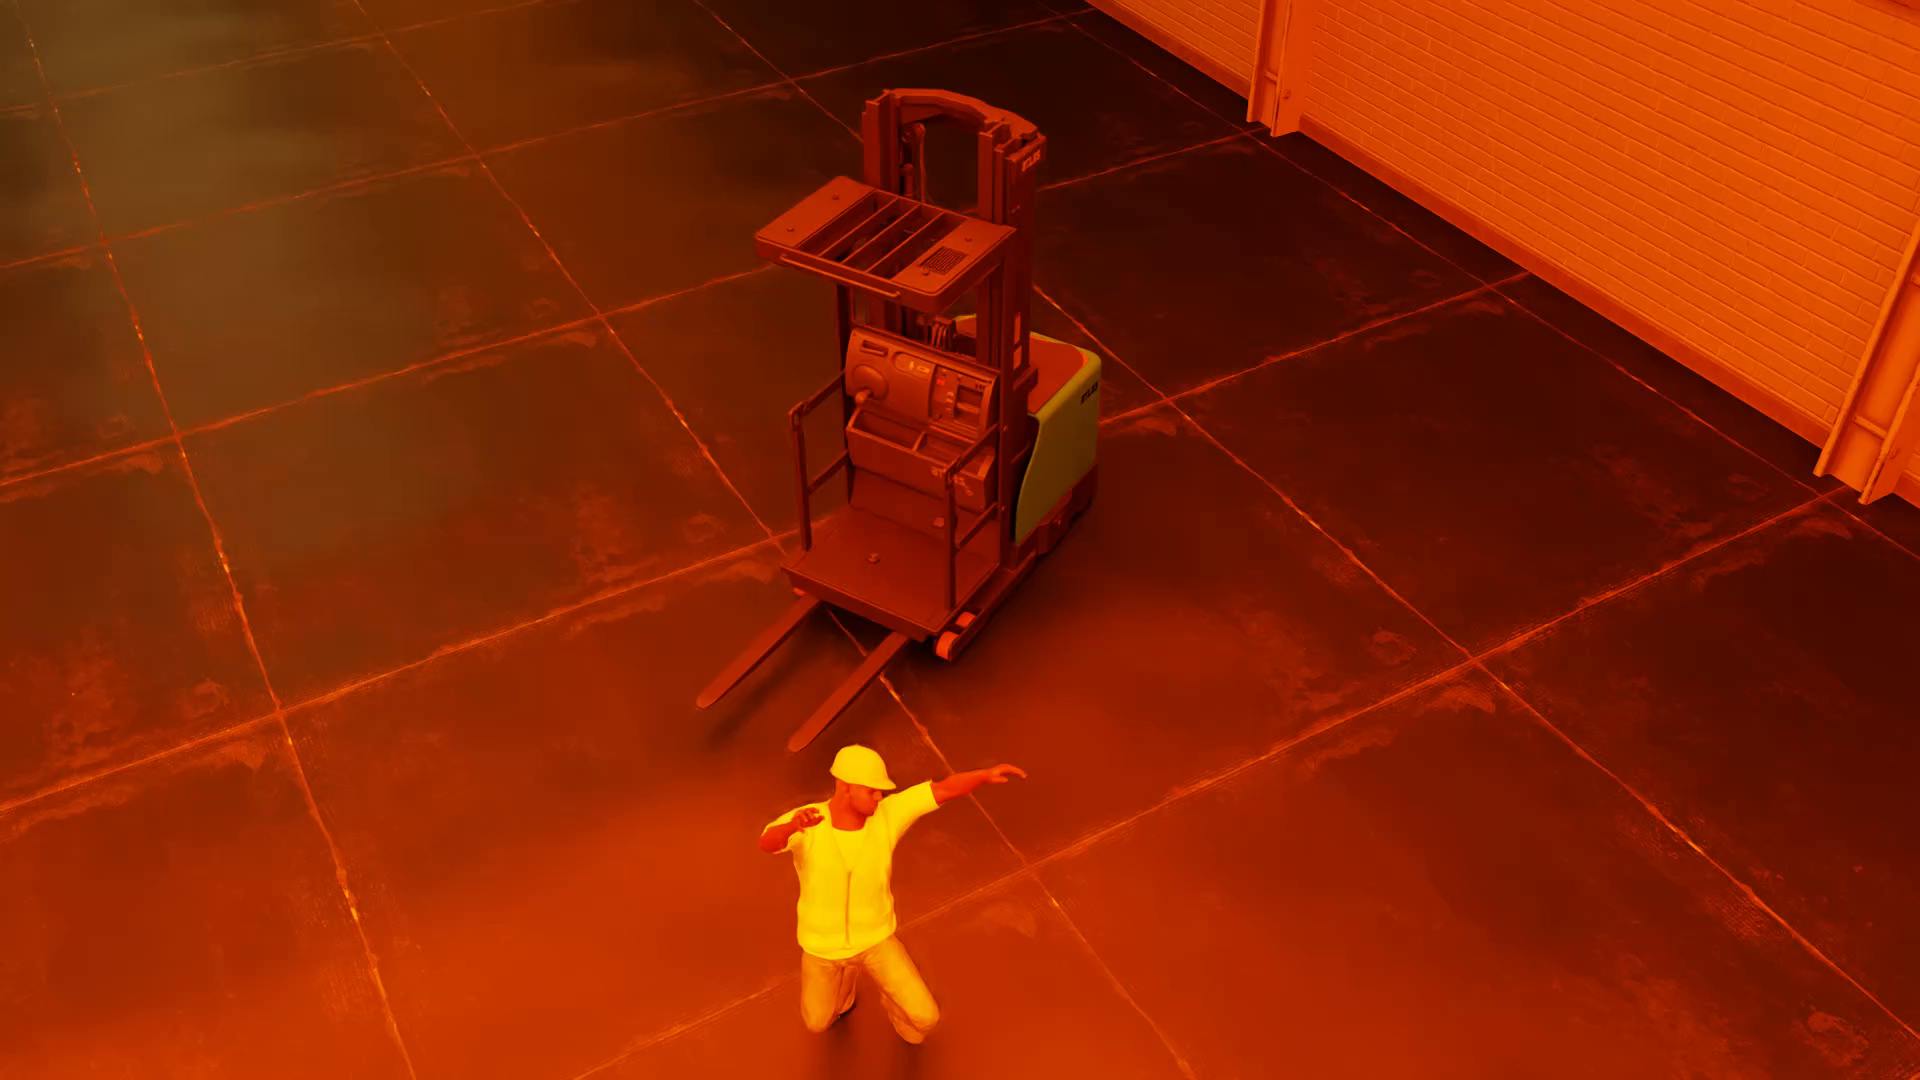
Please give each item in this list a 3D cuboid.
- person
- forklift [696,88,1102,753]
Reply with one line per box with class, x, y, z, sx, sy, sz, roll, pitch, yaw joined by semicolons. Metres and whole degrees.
person;-0.270;1.574;7.163;1.119;1.667;0.827;-4;40;-5
forklift;-0.336;-0.784;8.981;1.130;2.935;3.031;22;44;24
